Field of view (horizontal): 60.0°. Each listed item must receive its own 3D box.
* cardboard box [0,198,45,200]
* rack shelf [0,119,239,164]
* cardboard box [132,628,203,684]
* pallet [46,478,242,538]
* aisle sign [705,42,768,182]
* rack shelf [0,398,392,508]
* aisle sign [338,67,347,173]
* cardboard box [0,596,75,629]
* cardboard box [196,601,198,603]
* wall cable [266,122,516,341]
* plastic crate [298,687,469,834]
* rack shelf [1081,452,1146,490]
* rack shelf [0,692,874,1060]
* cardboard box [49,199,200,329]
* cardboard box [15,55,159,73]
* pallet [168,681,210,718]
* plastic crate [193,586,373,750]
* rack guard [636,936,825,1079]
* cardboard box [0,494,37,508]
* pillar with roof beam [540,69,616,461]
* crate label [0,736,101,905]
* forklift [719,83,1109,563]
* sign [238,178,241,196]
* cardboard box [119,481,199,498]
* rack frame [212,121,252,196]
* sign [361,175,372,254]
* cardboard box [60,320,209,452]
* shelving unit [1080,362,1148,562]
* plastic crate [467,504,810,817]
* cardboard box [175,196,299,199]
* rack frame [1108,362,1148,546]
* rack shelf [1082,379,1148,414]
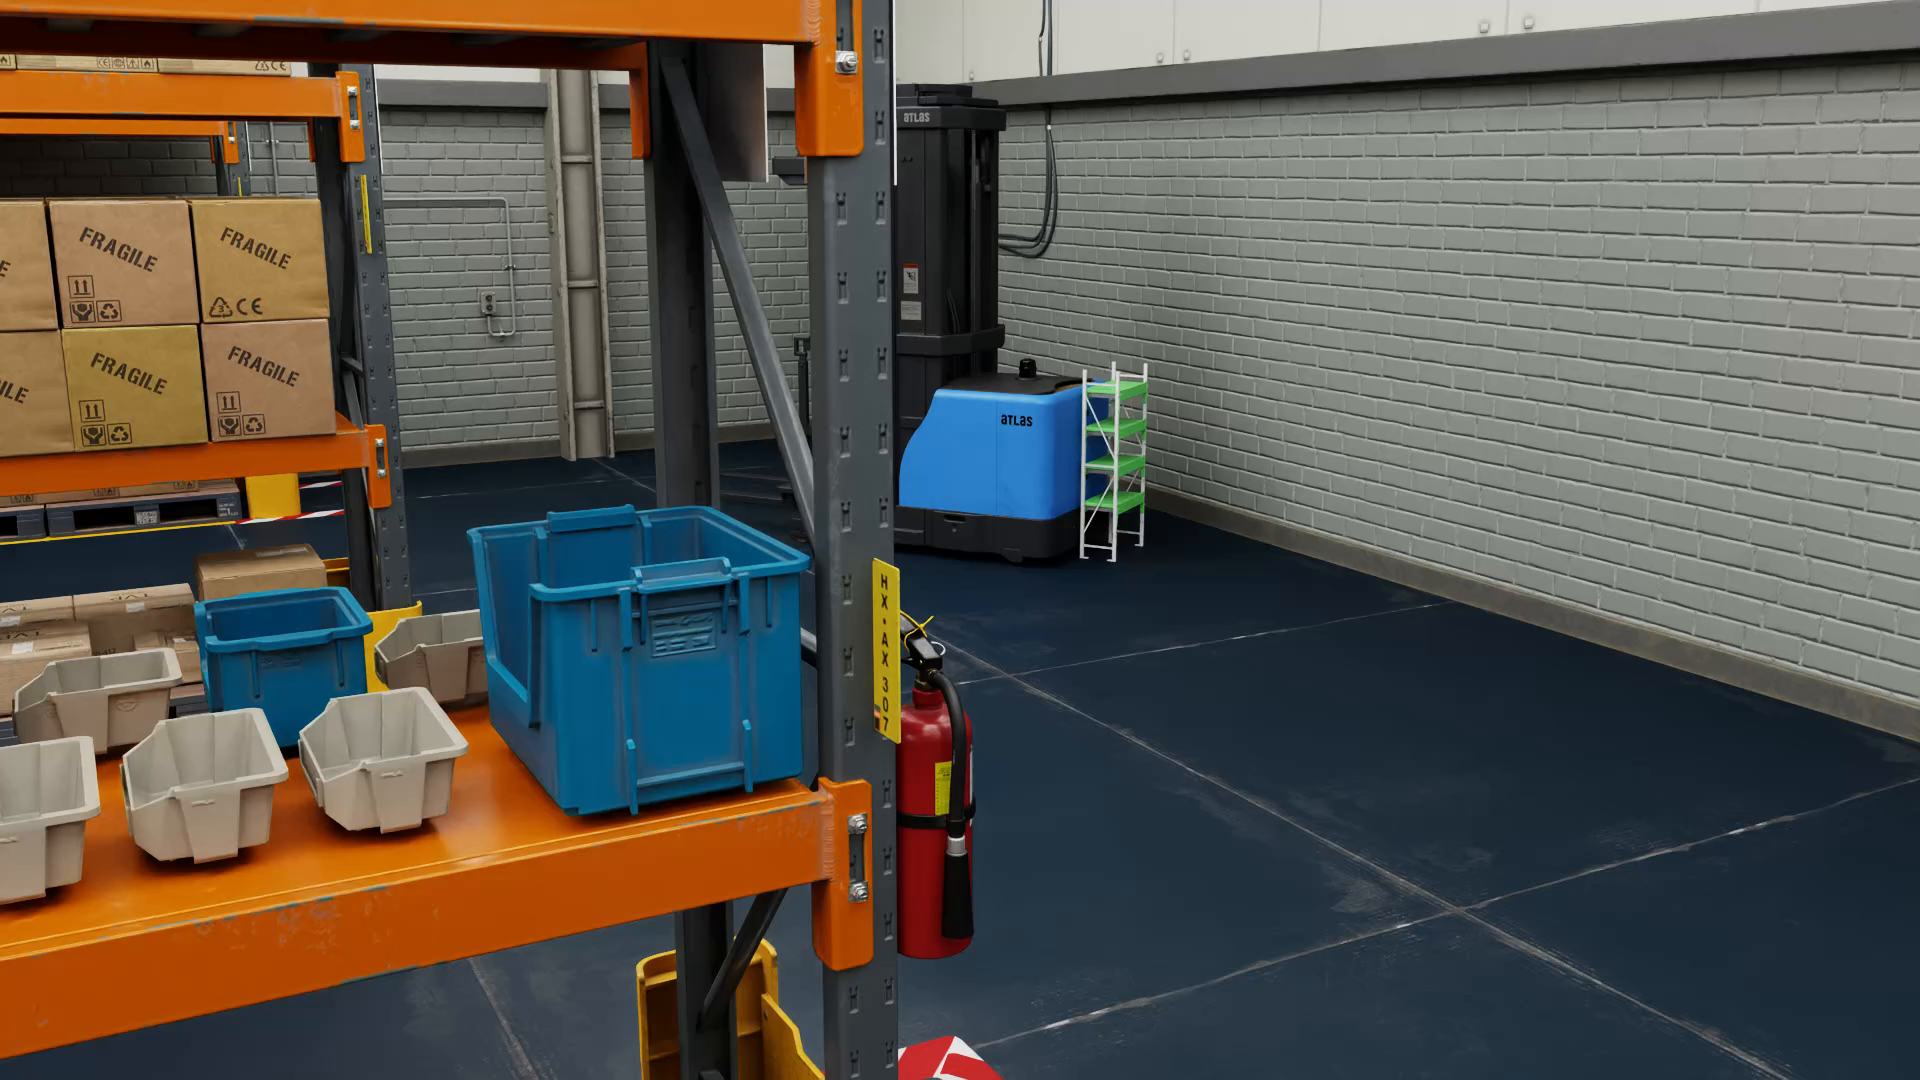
[{"bbox_3d":[-4.193,-1.211,7.154,0.500,0.500,0.500,-7,14,-27],"label":"cardboard box"},{"bbox_3d":[-6.913,-2.635,10.792,4.000,0.370,1.077,-7,14,-28],"label":"rack shelf"},{"bbox_3d":[-3.539,0.519,7.423,0.250,0.166,0.380,-7,14,-28],"label":"cardboard box"},{"bbox_3d":[-5.822,-0.273,11.843,1.213,0.211,1.003,-7,14,-28],"label":"pallet"},{"bbox_3d":[-0.490,-1.157,3.496,0.004,0.787,0.394,-7,14,-28],"label":"aisle sign"},{"bbox_3d":[-4.536,-0.217,6.881,4.000,0.370,1.077,-7,14,-28],"label":"rack shelf"},{"bbox_3d":[-2.862,-2.111,7.735,0.004,0.787,0.394,-7,14,-28],"label":"aisle sign"},{"bbox_3d":[-4.272,0.456,7.512,0.500,0.250,0.500,-7,14,-28],"label":"cardboard box"},{"bbox_3d":[-3.532,0.393,7.982,0.250,0.166,0.380,-7,14,-28],"label":"cardboard box"},{"bbox_3d":[-4.487,-2.546,13.274,1.851,1.984,0.084,-7,14,-28],"label":"wall cable"},{"bbox_3d":[-1.040,0.396,2.980,0.243,0.136,0.396,-7,14,-28],"label":"plastic crate"},{"bbox_3d":[0.985,-0.446,10.650,0.258,0.148,0.480,6,14,26],"label":"rack shelf"},{"bbox_3d":[-2.166,0.738,2.638,4.000,0.370,1.077,-7,14,-28],"label":"rack shelf"},{"bbox_3d":[-3.483,-1.162,6.936,0.500,0.500,0.500,-6,14,-26],"label":"cardboard box"},{"bbox_3d":[-3.549,-2.014,6.734,0.500,0.250,0.500,-7,14,-28],"label":"cardboard box"},{"bbox_3d":[-3.547,0.674,7.634,1.213,0.211,1.003,-7,14,-28],"label":"pallet"},{"bbox_3d":[-1.363,0.261,3.364,0.300,0.233,0.416,-7,14,-28],"label":"plastic crate"},{"bbox_3d":[-0.396,1.391,3.791,0.348,0.500,1.175,-7,14,-28],"label":"rack guard"},{"bbox_3d":[-6.604,-0.520,11.323,0.500,0.500,0.700,-7,15,-30],"label":"cardboard box"},{"bbox_3d":[-1.139,-4.281,9.635,0.400,9.000,9.100,-7,14,-28],"label":"pillar with roof beam"},{"bbox_3d":[-1.534,0.458,2.706,0.243,0.136,0.396,-7,14,-28],"label":"crate label"},{"bbox_3d":[-0.559,-1.493,11.068,3.031,2.935,1.130,6,14,27],"label":"forklift"},{"bbox_3d":[-4.910,-2.307,11.353,0.005,0.325,0.100,-7,14,-28],"label":"sign"},{"bbox_3d":[-5.724,-0.625,11.793,0.500,0.500,0.700,-7,14,-28],"label":"cardboard box"},{"bbox_3d":[-5.158,-1.733,11.977,0.127,3.000,1.000,-7,14,-28],"label":"rack frame"},{"bbox_3d":[-2.532,-1.389,7.091,0.005,0.325,0.100,-7,14,-28],"label":"sign"},{"bbox_3d":[-3.497,-0.673,7.038,0.500,0.500,0.500,-7,14,-27],"label":"cardboard box"},{"bbox_3d":[0.985,-0.508,10.636,0.258,1.200,0.503,6,14,26],"label":"shelving unit"},{"bbox_3d":[-0.615,0.201,3.167,0.499,0.435,0.616,-7,14,-28],"label":"plastic crate"},{"bbox_3d":[-3.297,-1.319,7.635,0.500,0.500,0.500,-6,14,-26],"label":"cardboard box"},{"bbox_3d":[1.095,-0.556,10.848,0.240,1.200,0.015,6,14,26],"label":"rack frame"},{"bbox_3d":[0.985,-0.914,10.544,0.258,0.148,0.480,6,14,26],"label":"rack shelf"}]
